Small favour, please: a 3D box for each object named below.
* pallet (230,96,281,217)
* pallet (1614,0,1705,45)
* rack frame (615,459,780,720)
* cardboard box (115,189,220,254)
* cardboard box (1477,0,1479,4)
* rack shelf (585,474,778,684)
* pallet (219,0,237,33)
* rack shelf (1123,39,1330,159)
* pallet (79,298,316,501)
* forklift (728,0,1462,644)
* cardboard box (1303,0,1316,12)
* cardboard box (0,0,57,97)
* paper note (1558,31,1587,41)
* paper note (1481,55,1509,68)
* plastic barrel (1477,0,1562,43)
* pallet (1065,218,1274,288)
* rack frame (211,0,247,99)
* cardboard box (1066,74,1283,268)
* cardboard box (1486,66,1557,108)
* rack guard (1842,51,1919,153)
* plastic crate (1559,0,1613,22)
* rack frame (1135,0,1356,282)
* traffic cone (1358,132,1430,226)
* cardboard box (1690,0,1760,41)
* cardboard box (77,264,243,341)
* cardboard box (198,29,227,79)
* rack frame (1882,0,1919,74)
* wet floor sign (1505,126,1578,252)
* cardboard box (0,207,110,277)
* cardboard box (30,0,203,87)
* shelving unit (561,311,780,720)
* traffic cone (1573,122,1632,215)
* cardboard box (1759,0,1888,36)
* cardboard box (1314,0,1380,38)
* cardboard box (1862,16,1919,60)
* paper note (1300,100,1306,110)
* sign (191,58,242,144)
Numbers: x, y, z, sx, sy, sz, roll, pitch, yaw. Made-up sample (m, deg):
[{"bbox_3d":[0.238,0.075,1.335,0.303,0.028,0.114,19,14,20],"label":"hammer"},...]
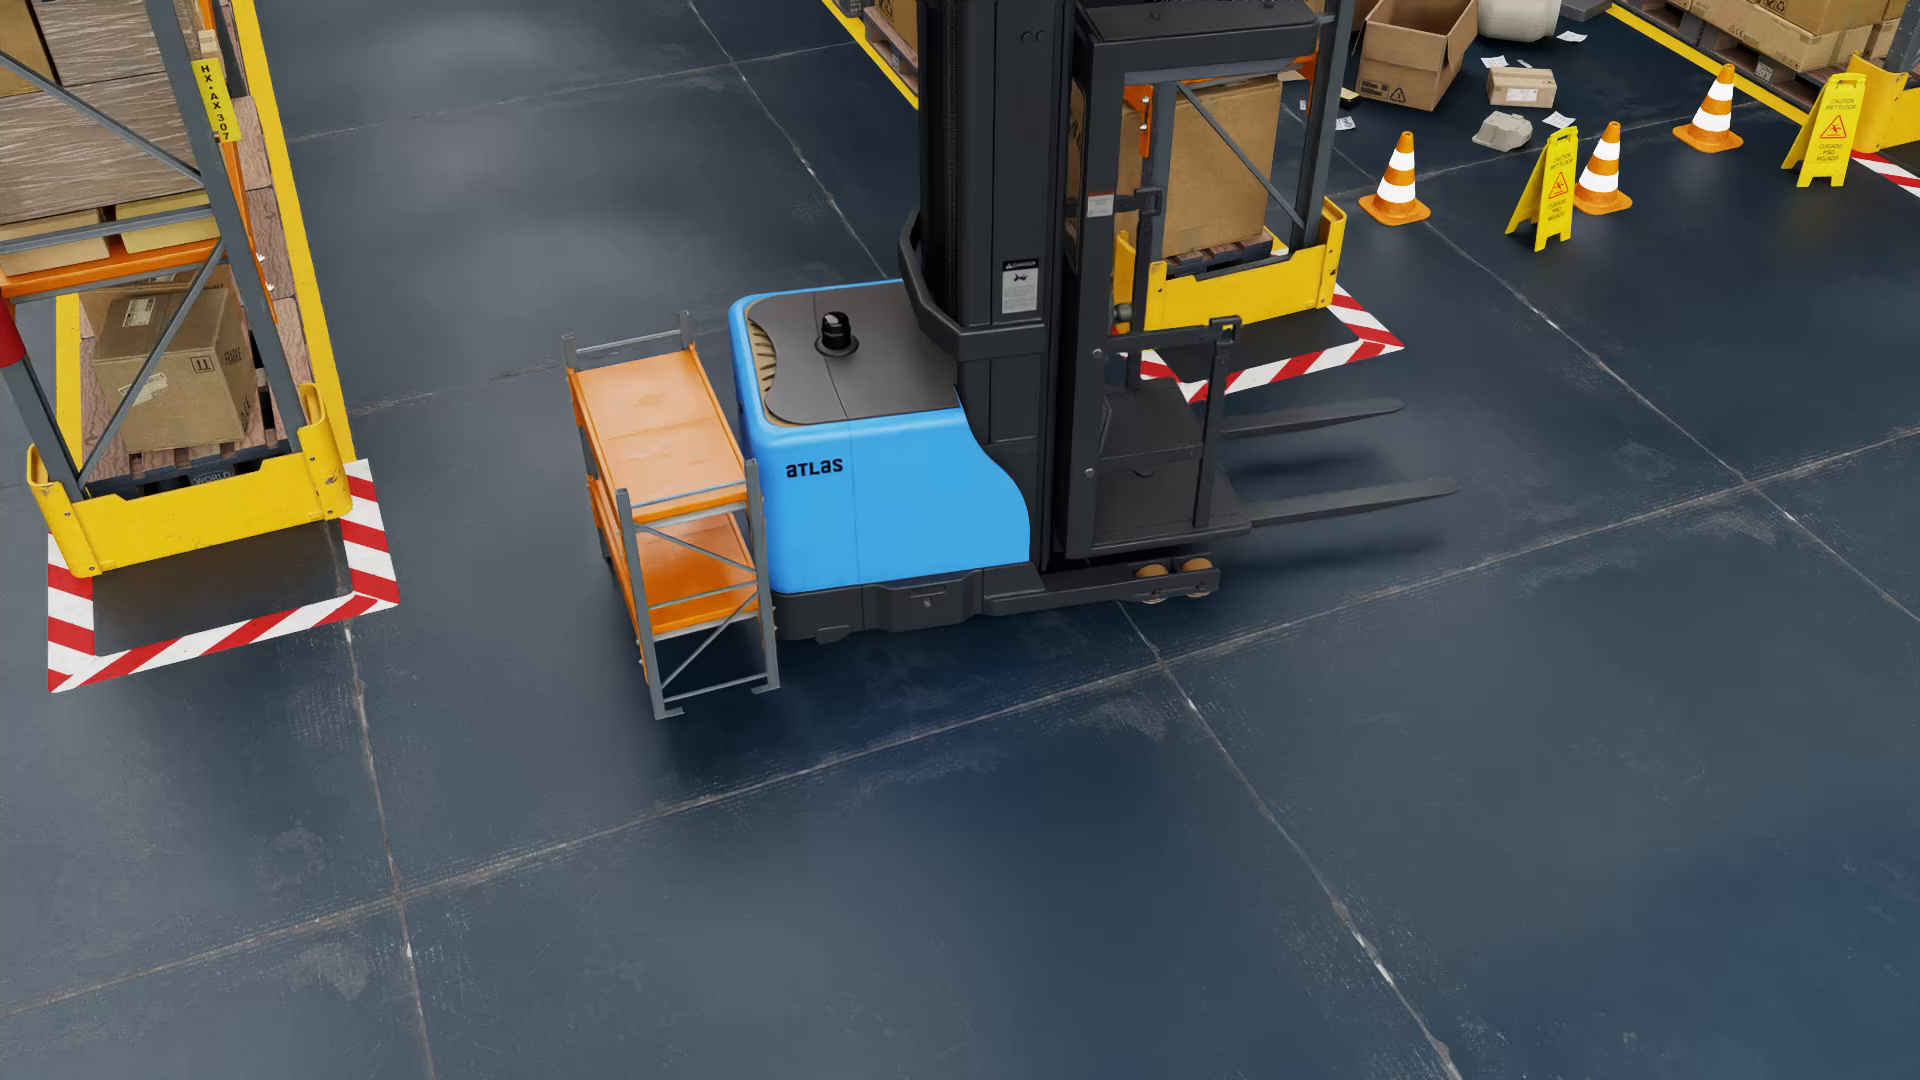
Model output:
[{"bbox_3d":[-4.508,-2.123,9.557,1.003,0.211,1.213,-15,43,-17],"label":"pallet"},{"bbox_3d":[5.119,-3.860,11.576,1.003,0.211,1.213,-15,43,-17],"label":"pallet"},{"bbox_3d":[-0.950,0.206,6.148,0.500,1.125,0.032,-14,43,-15],"label":"rack frame"},{"bbox_3d":[-3.156,-1.303,6.657,0.380,0.149,0.250,-15,43,-17],"label":"cardboard box"},{"bbox_3d":[3.511,-4.117,11.652,0.500,0.500,0.500,12,42,13],"label":"cardboard box"},{"bbox_3d":[-1.128,0.081,6.668,0.538,0.278,1.000,-14,43,-15],"label":"rack shelf"},{"bbox_3d":[-5.567,-3.724,11.419,1.003,0.211,1.213,-15,43,-17],"label":"pallet"},{"bbox_3d":[0.589,-3.275,9.310,1.077,0.370,4.000,-15,43,-17],"label":"rack shelf"},{"bbox_3d":[-3.574,-0.654,7.848,1.003,0.211,1.213,-15,43,-17],"label":"pallet"},{"bbox_3d":[0.617,-1.176,6.370,3.031,2.935,1.130,-8,41,-9],"label":"forklift"},{"bbox_3d":[1.171,-2.612,7.872,0.875,0.550,0.550,-15,43,-17],"label":"cardboard box"},{"bbox_3d":[-3.706,-1.966,6.164,0.500,0.500,0.500,-15,43,-17],"label":"cardboard box"},{"bbox_3d":[4.110,-3.381,11.159,0.142,0.019,0.148,-31,49,-31],"label":"paper note"},{"bbox_3d":[3.502,-3.131,10.876,0.148,0.019,0.142,-2,41,-2],"label":"paper note"},{"bbox_3d":[3.700,-3.529,11.029,0.512,0.421,0.421,12,42,13],"label":"plastic barrel"},{"bbox_3d":[0.976,-1.748,9.121,1.003,0.211,1.213,-15,43,-17],"label":"pallet"},{"bbox_3d":[-4.797,-3.576,9.108,1.000,3.000,0.127,-15,43,-17],"label":"rack frame"},{"bbox_3d":[1.034,-2.089,8.686,0.875,0.875,0.875,-15,43,-17],"label":"cardboard box"},{"bbox_3d":[3.522,-2.843,10.443,0.380,0.149,0.250,5,41,6],"label":"cardboard box"},{"bbox_3d":[5.860,-2.737,10.050,1.175,0.500,0.348,-15,43,-17],"label":"rack guard"},{"bbox_3d":[4.202,-3.791,11.598,0.402,0.080,0.583,-31,49,-31],"label":"plastic crate"},{"bbox_3d":[1.354,-2.343,7.675,1.000,3.000,0.127,-15,43,-17],"label":"rack frame"},{"bbox_3d":[2.463,-2.056,9.286,0.336,0.463,0.334,-15,43,-17],"label":"traffic cone"},{"bbox_3d":[5.140,-3.490,10.794,0.500,0.250,0.500,-15,43,-17],"label":"cardboard box"},{"bbox_3d":[-3.751,-1.110,7.836,0.500,0.500,0.500,-5,41,-6],"label":"cardboard box"},{"bbox_3d":[-3.640,-2.231,7.736,0.380,0.149,0.250,-15,43,-17],"label":"cardboard box"},{"bbox_3d":[5.889,-3.639,9.181,1.000,3.000,0.127,-15,43,-17],"label":"rack frame"},{"bbox_3d":[3.195,-1.927,8.996,0.267,0.644,0.232,-23,46,-24],"label":"wet floor sign"},{"bbox_3d":[-3.567,-1.192,6.528,0.380,0.149,0.250,-15,43,-17],"label":"cardboard box"},{"bbox_3d":[-3.225,-2.096,6.315,0.500,0.500,0.500,-15,43,-17],"label":"cardboard box"},{"bbox_3d":[-1.128,-0.105,6.509,0.538,1.125,1.048,-14,43,-15],"label":"shelving unit"},{"bbox_3d":[3.637,-2.133,9.375,0.336,0.463,0.334,-15,43,-17],"label":"traffic cone"},{"bbox_3d":[5.342,-3.458,10.182,0.500,0.500,0.500,-15,43,-17],"label":"cardboard box"},{"bbox_3d":[2.513,-3.732,11.100,0.797,0.637,0.503,-15,43,-17],"label":"cardboard box"},{"bbox_3d":[5.836,-3.311,10.586,0.500,0.250,0.500,-15,43,-17],"label":"cardboard box"},{"bbox_3d":[2.147,-2.723,10.409,0.032,0.001,0.123,5,41,6],"label":"paper note"},{"bbox_3d":[-2.766,-1.631,6.182,0.100,0.325,0.005,-15,43,-17],"label":"sign"}]
